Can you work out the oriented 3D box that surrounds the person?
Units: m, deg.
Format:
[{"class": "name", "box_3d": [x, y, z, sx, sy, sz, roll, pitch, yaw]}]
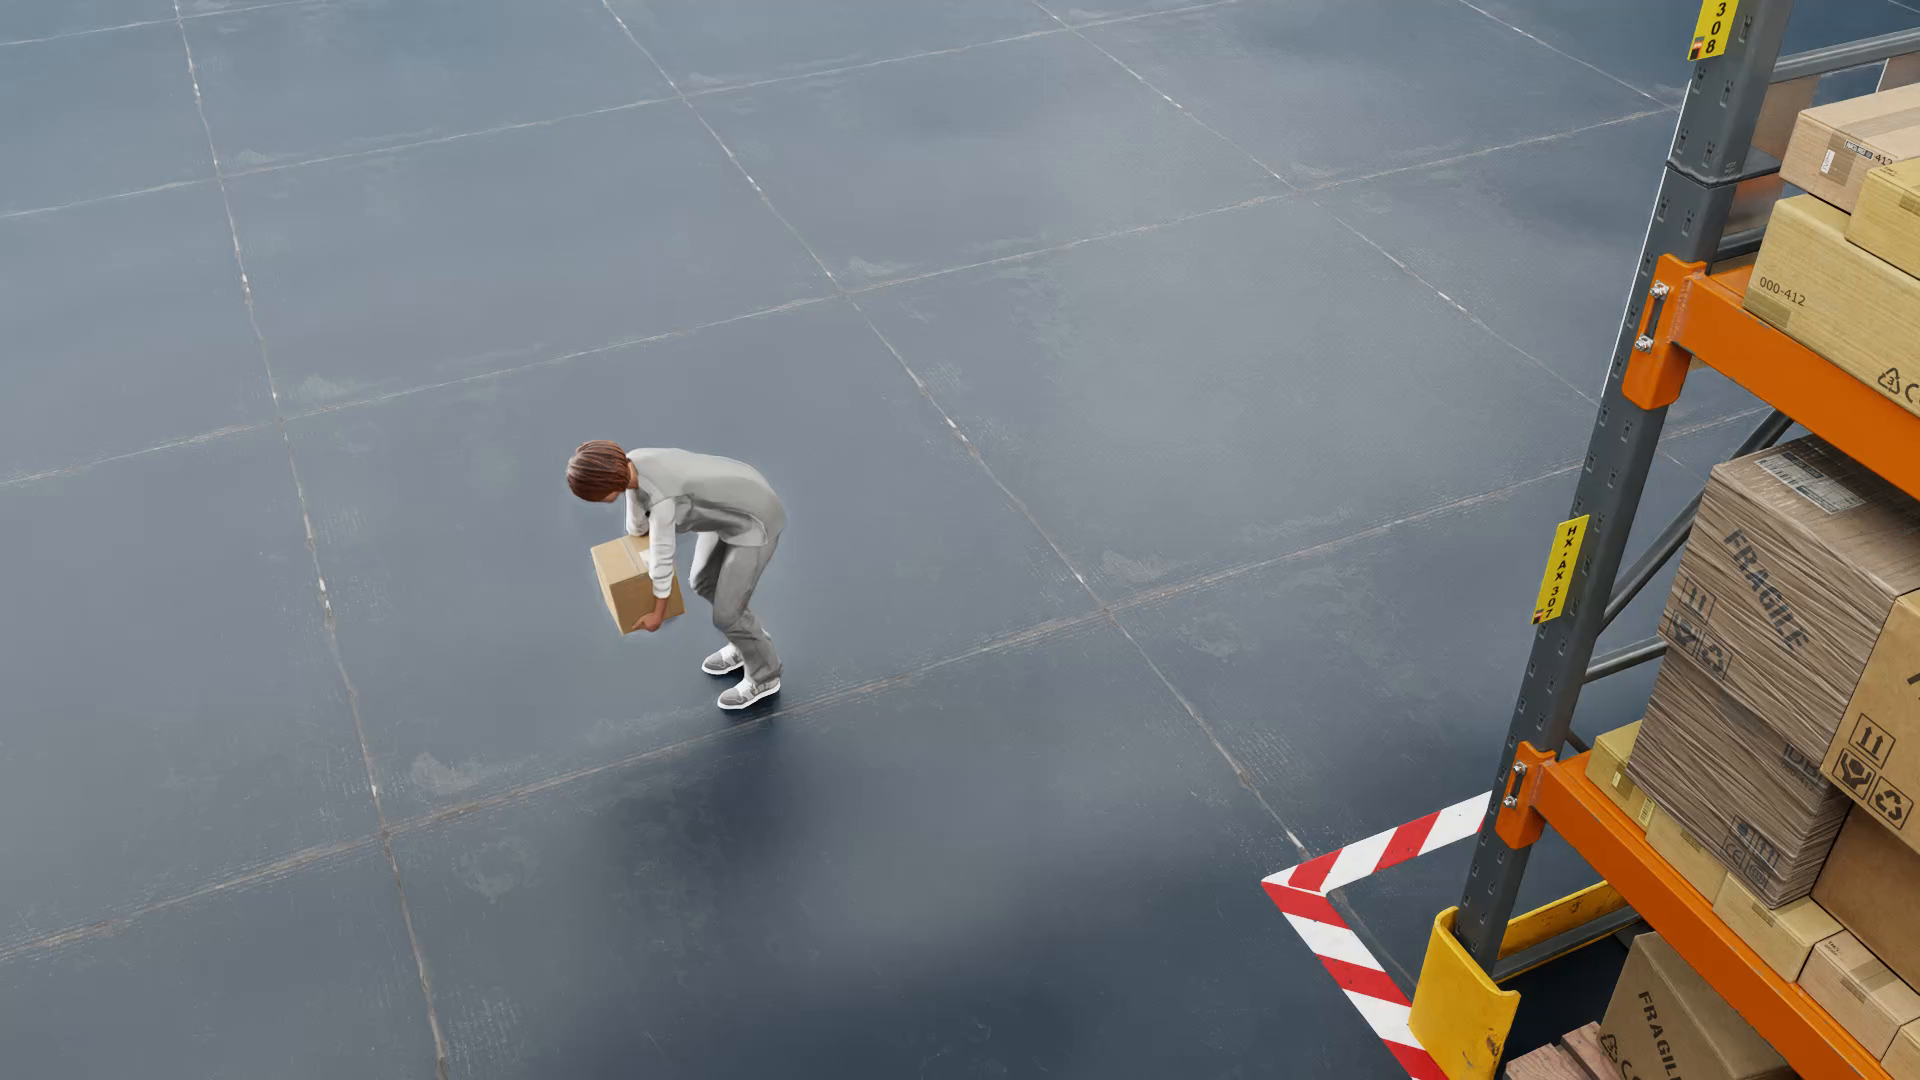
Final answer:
[{"class": "person", "box_3d": [-1.030, 0.103, 6.279, 0.780, 1.293, 0.385, -17, 41, -21]}]
